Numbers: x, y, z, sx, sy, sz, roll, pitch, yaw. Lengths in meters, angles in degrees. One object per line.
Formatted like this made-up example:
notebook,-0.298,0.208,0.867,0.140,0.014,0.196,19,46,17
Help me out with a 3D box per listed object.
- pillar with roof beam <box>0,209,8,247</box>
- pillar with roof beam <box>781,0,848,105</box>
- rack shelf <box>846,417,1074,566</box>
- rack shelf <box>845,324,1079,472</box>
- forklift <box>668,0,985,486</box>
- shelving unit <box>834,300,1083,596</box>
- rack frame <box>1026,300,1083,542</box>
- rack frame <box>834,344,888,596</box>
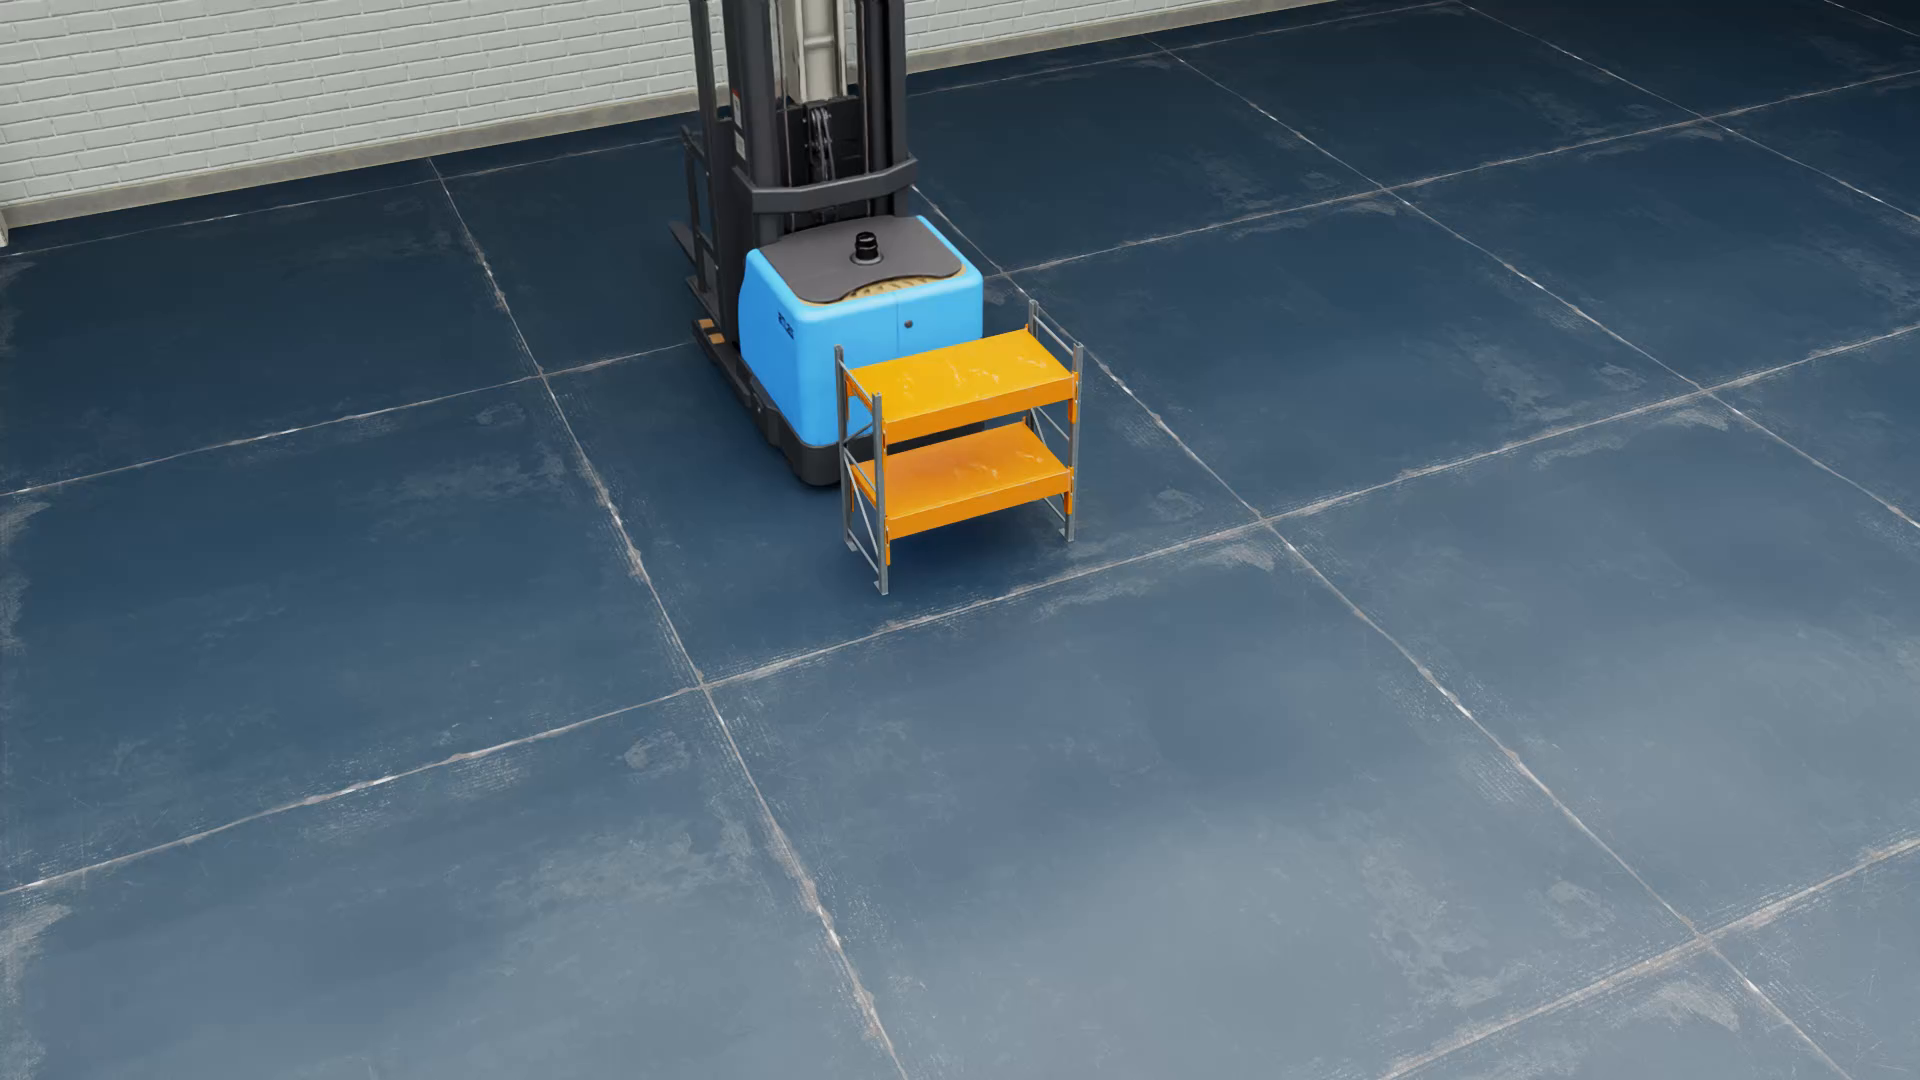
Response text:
pillar with roof beam,-4.729,-3.279,5.260,0.400,9.000,9.100,-16,39,-20
pillar with roof beam,0.703,-4.797,7.307,0.400,9.000,9.100,-16,39,-20
rack shelf,-0.006,-0.254,8.201,1.000,0.278,0.538,-16,39,-20
rack shelf,-0.006,-0.685,7.881,1.000,0.278,0.538,-16,39,-20
forklift,-0.947,-2.331,9.075,1.130,2.935,3.031,-16,39,-20
shelving unit,-0.006,-0.450,8.056,1.048,1.125,0.538,-16,39,-20
rack frame,0.454,-0.579,8.229,0.032,1.125,0.500,-16,39,-20
rack frame,-0.466,-0.321,7.882,0.032,1.125,0.500,-16,39,-20
